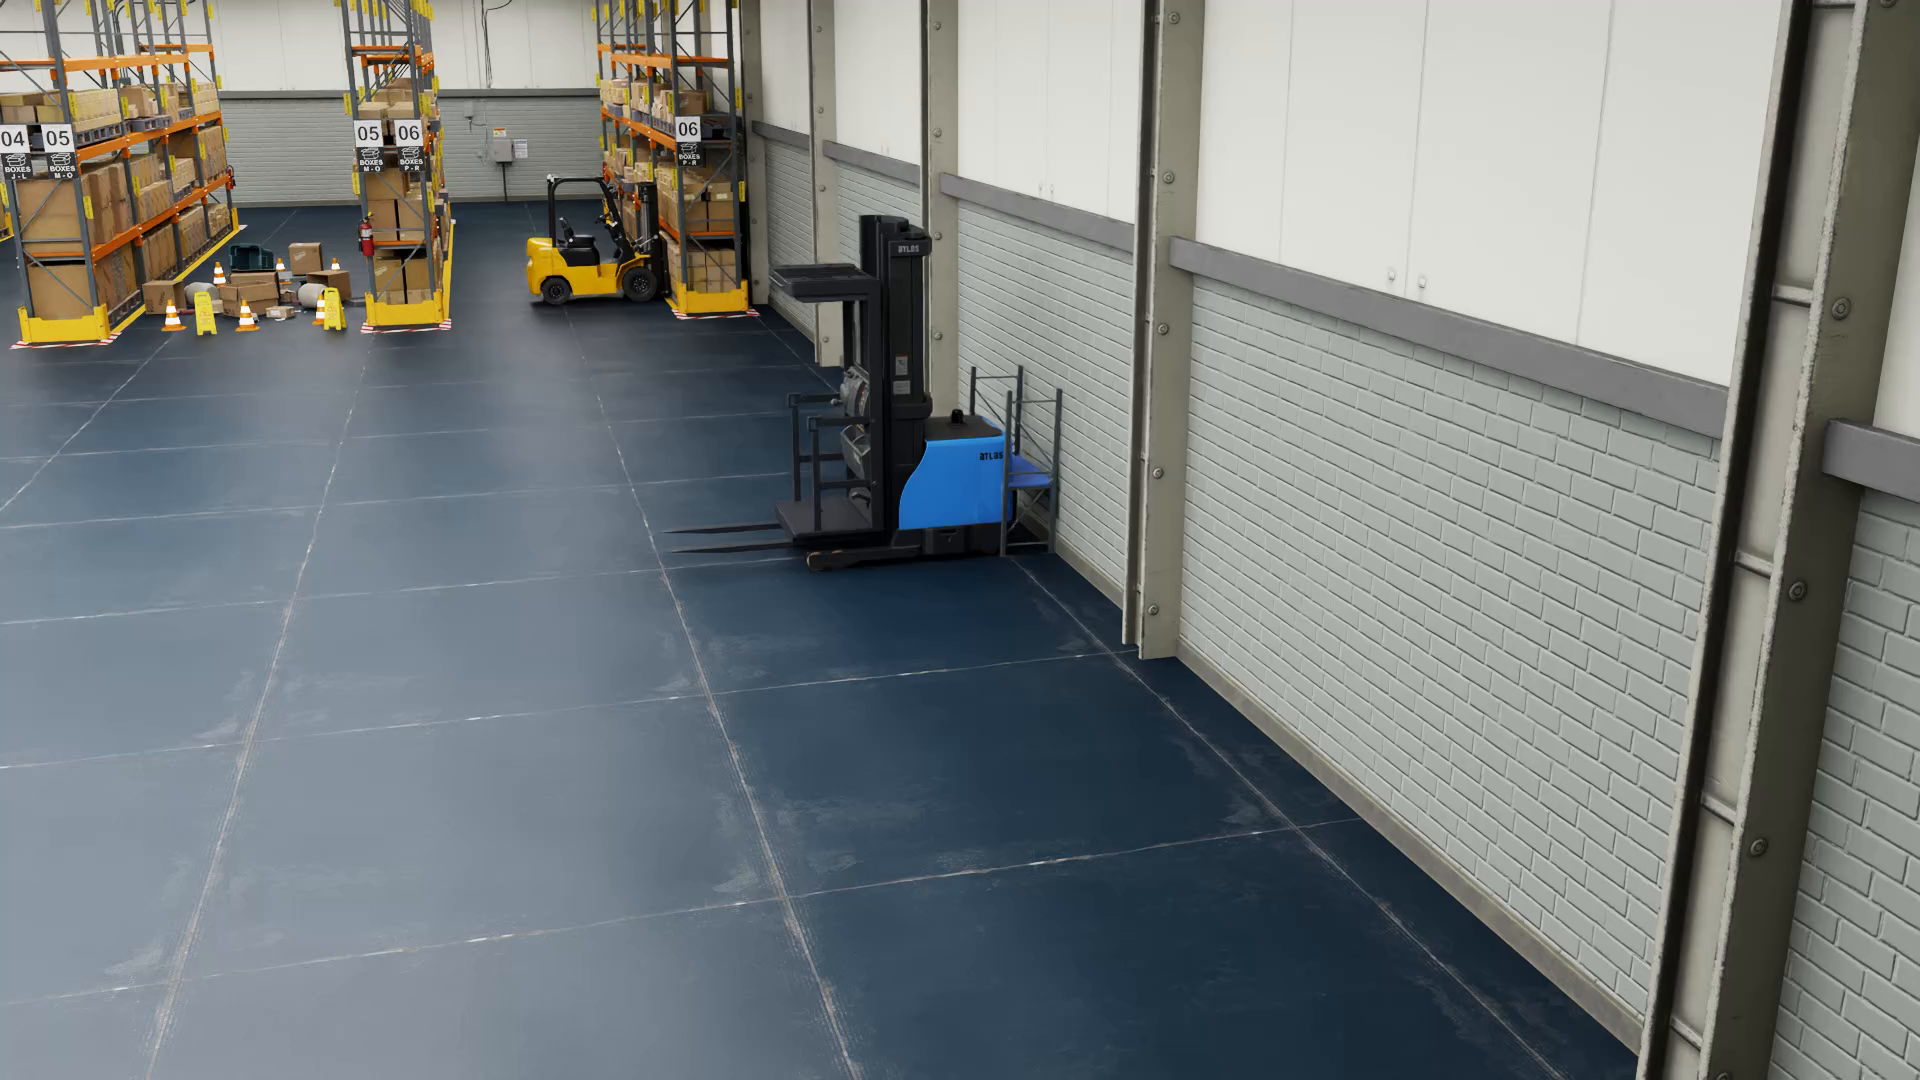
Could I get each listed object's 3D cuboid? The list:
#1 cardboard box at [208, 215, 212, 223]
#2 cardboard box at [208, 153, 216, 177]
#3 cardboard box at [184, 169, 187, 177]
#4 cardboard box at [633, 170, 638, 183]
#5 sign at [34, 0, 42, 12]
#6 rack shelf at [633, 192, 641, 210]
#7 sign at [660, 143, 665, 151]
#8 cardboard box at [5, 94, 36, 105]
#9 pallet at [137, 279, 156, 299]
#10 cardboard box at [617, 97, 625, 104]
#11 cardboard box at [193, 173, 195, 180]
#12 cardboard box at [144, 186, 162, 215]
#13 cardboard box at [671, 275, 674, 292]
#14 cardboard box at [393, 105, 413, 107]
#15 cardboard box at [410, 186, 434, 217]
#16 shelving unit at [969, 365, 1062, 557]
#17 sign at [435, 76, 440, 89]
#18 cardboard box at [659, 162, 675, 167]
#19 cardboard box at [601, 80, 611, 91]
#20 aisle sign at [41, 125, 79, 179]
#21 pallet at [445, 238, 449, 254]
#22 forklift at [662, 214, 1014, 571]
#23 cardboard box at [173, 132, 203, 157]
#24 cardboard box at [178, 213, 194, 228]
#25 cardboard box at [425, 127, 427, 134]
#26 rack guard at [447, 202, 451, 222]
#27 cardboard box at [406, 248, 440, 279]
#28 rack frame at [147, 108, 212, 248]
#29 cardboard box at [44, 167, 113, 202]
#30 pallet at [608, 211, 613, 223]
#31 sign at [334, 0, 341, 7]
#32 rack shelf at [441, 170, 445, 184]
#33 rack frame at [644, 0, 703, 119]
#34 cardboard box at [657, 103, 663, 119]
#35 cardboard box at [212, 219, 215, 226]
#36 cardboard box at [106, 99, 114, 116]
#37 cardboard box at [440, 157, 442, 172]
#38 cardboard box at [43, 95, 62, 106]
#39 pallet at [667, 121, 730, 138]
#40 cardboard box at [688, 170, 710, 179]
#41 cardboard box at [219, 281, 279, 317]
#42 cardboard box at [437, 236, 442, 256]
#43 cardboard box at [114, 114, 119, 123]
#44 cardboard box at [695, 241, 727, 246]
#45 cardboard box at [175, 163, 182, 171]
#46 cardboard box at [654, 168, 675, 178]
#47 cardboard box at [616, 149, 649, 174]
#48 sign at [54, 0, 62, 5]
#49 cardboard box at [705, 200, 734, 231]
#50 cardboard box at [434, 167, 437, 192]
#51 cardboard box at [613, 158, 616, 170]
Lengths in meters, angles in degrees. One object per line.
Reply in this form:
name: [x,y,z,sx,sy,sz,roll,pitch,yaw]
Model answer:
cardboard box: [-16.902,-7.153,37.040,0.380,0.149,0.250,-4,17,-13]
cardboard box: [-17.129,-8.465,37.527,0.500,0.500,0.500,-5,17,-16]
cardboard box: [-16.400,-7.680,34.791,0.380,0.149,0.250,-6,18,-18]
cardboard box: [-6.523,-7.570,34.627,0.500,0.250,0.500,-5,17,-15]
sign: [-15.308,-8.939,27.606,0.100,0.325,0.005,-5,17,-15]
rack shelf: [-5.836,-6.648,33.419,1.077,0.370,4.000,-5,17,-15]
sign: [-6.952,-9.252,38.824,0.100,0.325,0.005,-5,17,-15]
cardboard box: [-14.247,-6.674,25.187,0.380,0.149,0.250,-4,17,-14]
pallet: [-15.074,-4.499,29.860,1.003,0.211,1.213,-5,17,-15]
cardboard box: [-7.338,-9.680,36.582,0.380,0.149,0.250,-4,17,-14]
cardboard box: [-16.689,-7.826,35.797,0.380,0.149,0.250,-5,17,-17]
cardboard box: [-15.089,-6.260,30.702,0.500,0.500,0.500,-4,17,-14]
cardboard box: [-4.747,-4.461,28.936,0.500,0.250,0.500,-5,17,-15]
cardboard box: [-9.248,-7.176,27.761,0.380,0.149,0.250,-4,17,-14]
cardboard box: [-9.402,-5.848,28.814,0.500,0.500,0.500,-4,17,-14]
shelving unit: [0.468,-0.734,15.048,0.538,1.500,1.048,-3,18,-17]
sign: [-12.830,-11.227,40.797,0.100,0.325,0.005,-5,17,-15]
cardboard box: [-6.102,-7.831,34.803,0.380,0.149,0.250,-4,17,-13]
cardboard box: [-8.582,-11.221,41.051,0.500,0.250,0.500,-5,17,-16]
aisle sign: [-13.382,-5.770,24.724,0.394,0.787,0.004,-5,17,-15]
pallet: [-11.633,-6.378,36.116,1.003,0.211,1.213,-5,17,-15]
forklift: [-1.099,-1.301,14.486,3.031,2.935,1.130,-5,17,-15]
cardboard box: [-16.878,-8.653,36.414,0.500,0.500,0.500,-4,17,-14]
cardboard box: [-16.109,-6.584,34.268,0.500,0.250,0.500,-5,17,-15]
cardboard box: [-9.677,-7.299,29.558,0.380,0.149,0.250,-5,17,-15]
rack guard: [-13.362,-8.175,41.596,1.175,0.500,0.348,-5,17,-15]
cardboard box: [-9.199,-4.718,28.490,0.500,0.500,0.500,-4,17,-14]
rack frame: [-16.988,-7.840,36.135,1.000,3.000,0.127,-5,17,-15]
cardboard box: [-14.442,-5.808,27.233,0.875,0.550,0.550,-5,17,-15]
pallet: [-8.343,-8.182,42.121,1.003,0.211,1.213,-5,17,-15]
sign: [-9.498,-8.298,25.333,0.100,0.325,0.005,-5,17,-15]
rack shelf: [-12.806,-8.468,39.476,1.077,0.370,4.000,-5,17,-15]
rack frame: [-5.286,-9.313,30.611,1.000,3.000,0.127,-5,17,-15]
cardboard box: [-5.170,-7.626,29.540,0.396,0.266,0.258,-5,17,-17]
cardboard box: [-17.162,-7.224,37.793,0.380,0.149,0.250,-4,17,-13]
cardboard box: [-14.269,-7.127,27.389,0.500,0.250,0.500,-5,17,-15]
cardboard box: [-12.268,-8.597,38.482,0.500,0.500,0.500,-5,17,-15]
cardboard box: [-13.476,-6.585,24.891,0.380,0.149,0.250,-5,17,-15]
pallet: [-4.356,-6.925,28.030,1.003,0.211,1.213,-5,17,-15]
cardboard box: [-4.793,-6.731,30.627,0.380,0.149,0.250,-5,17,-16]
cardboard box: [-11.875,-4.030,27.791,0.637,0.503,0.797,11,20,32]
cardboard box: [-11.011,-5.938,33.642,0.950,0.372,0.625,-6,18,-19]
cardboard box: [-14.313,-7.047,27.815,0.380,0.149,0.250,-4,17,-14]
cardboard box: [-4.405,-5.121,29.397,0.500,0.250,0.500,-5,17,-16]
cardboard box: [-16.257,-7.675,34.259,0.380,0.149,0.250,-5,17,-16]
cardboard box: [-5.484,-6.829,30.952,0.380,0.149,0.250,-4,17,-14]
cardboard box: [-7.425,-8.607,37.785,0.700,0.500,0.500,-5,17,-15]
sign: [-13.155,-7.959,24.205,0.100,0.325,0.005,-5,17,-15]
cardboard box: [-4.056,-5.540,28.305,0.500,0.500,0.500,-4,17,-13]
cardboard box: [-10.049,-6.728,31.015,0.500,0.500,0.500,-5,17,-15]
cardboard box: [-8.011,-8.982,39.682,0.500,0.250,0.500,-5,17,-15]
